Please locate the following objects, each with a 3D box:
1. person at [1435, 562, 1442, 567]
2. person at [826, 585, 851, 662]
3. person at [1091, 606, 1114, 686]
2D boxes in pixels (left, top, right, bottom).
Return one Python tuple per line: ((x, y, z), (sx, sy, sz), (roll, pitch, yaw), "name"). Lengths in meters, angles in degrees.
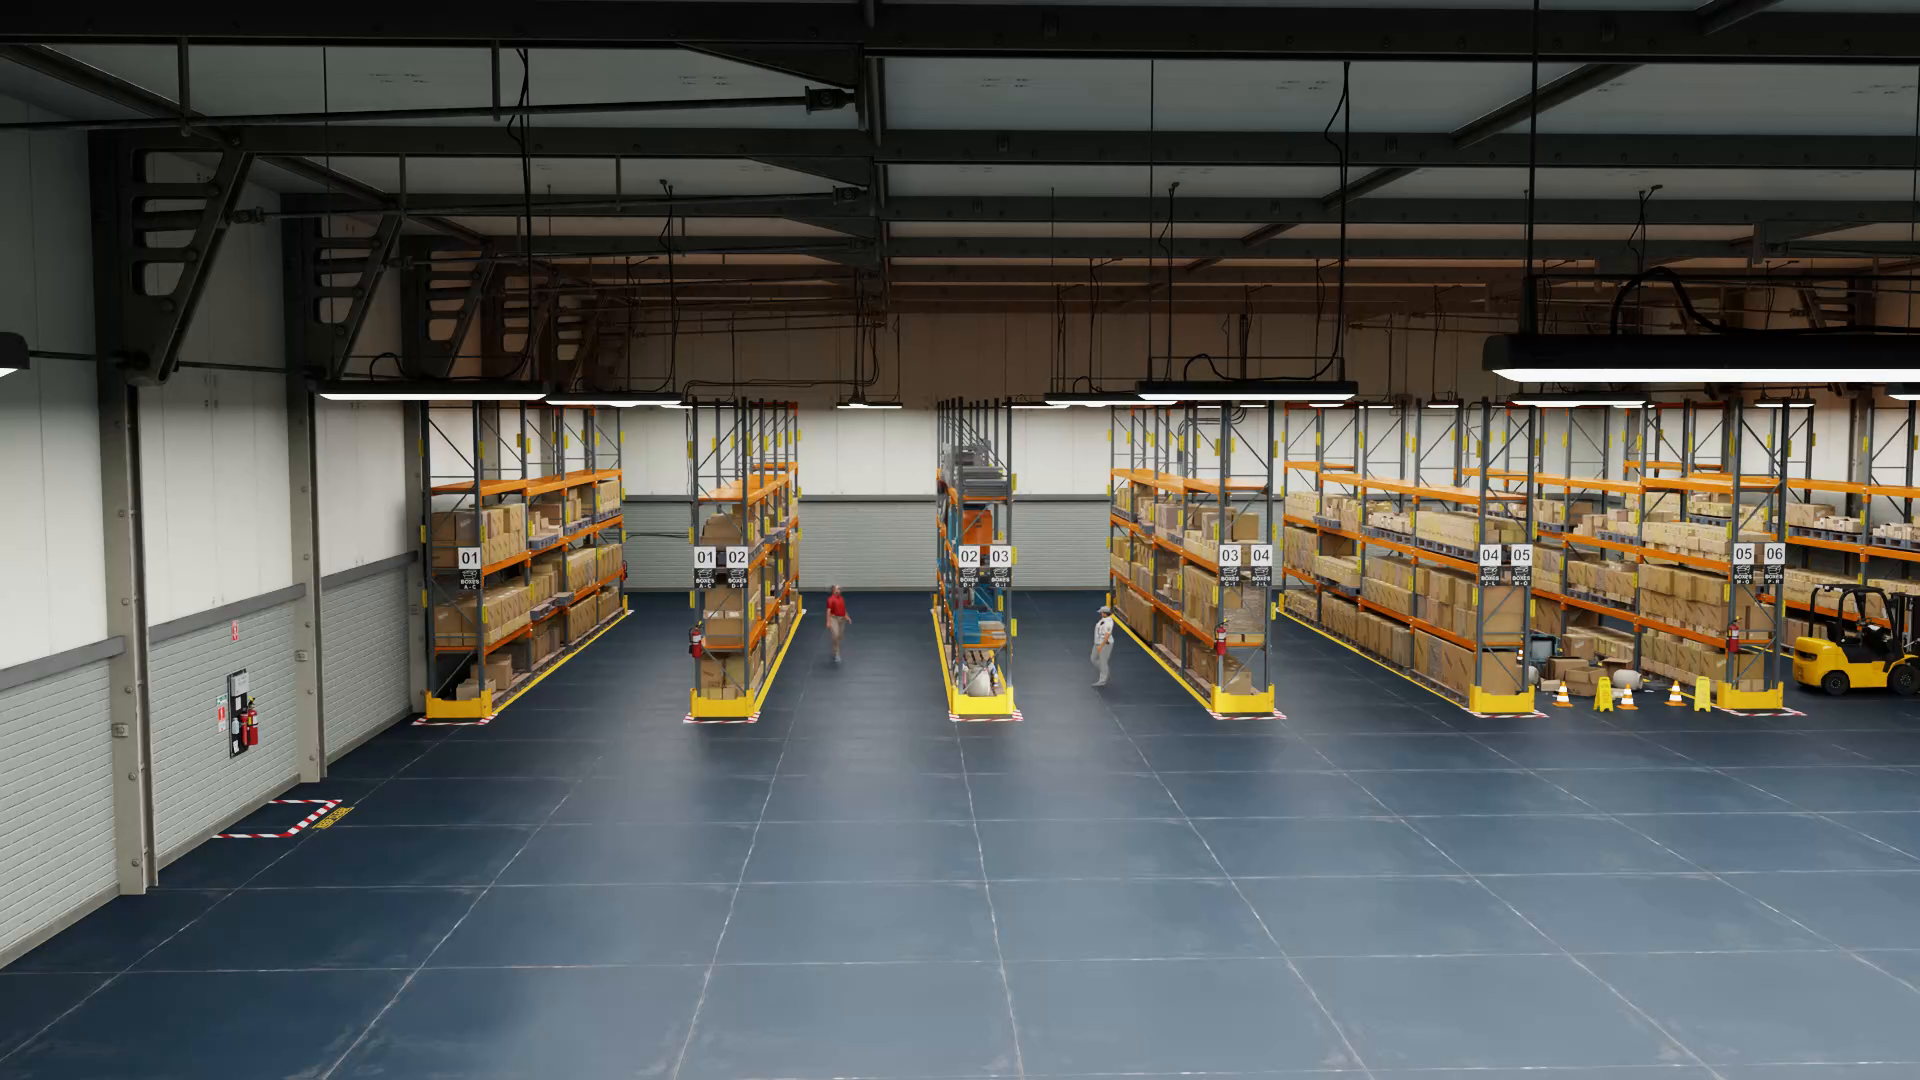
((12.790, 1.430, 44.583), (0.442, 1.724, 0.555), (1, 4, 11), "person")
((-2.813, 1.908, 38.343), (0.600, 1.737, 0.748), (-3, 6, -37), "person")
((2.971, 2.216, 34.857), (0.481, 1.685, 0.555), (-2, 5, -21), "person")
